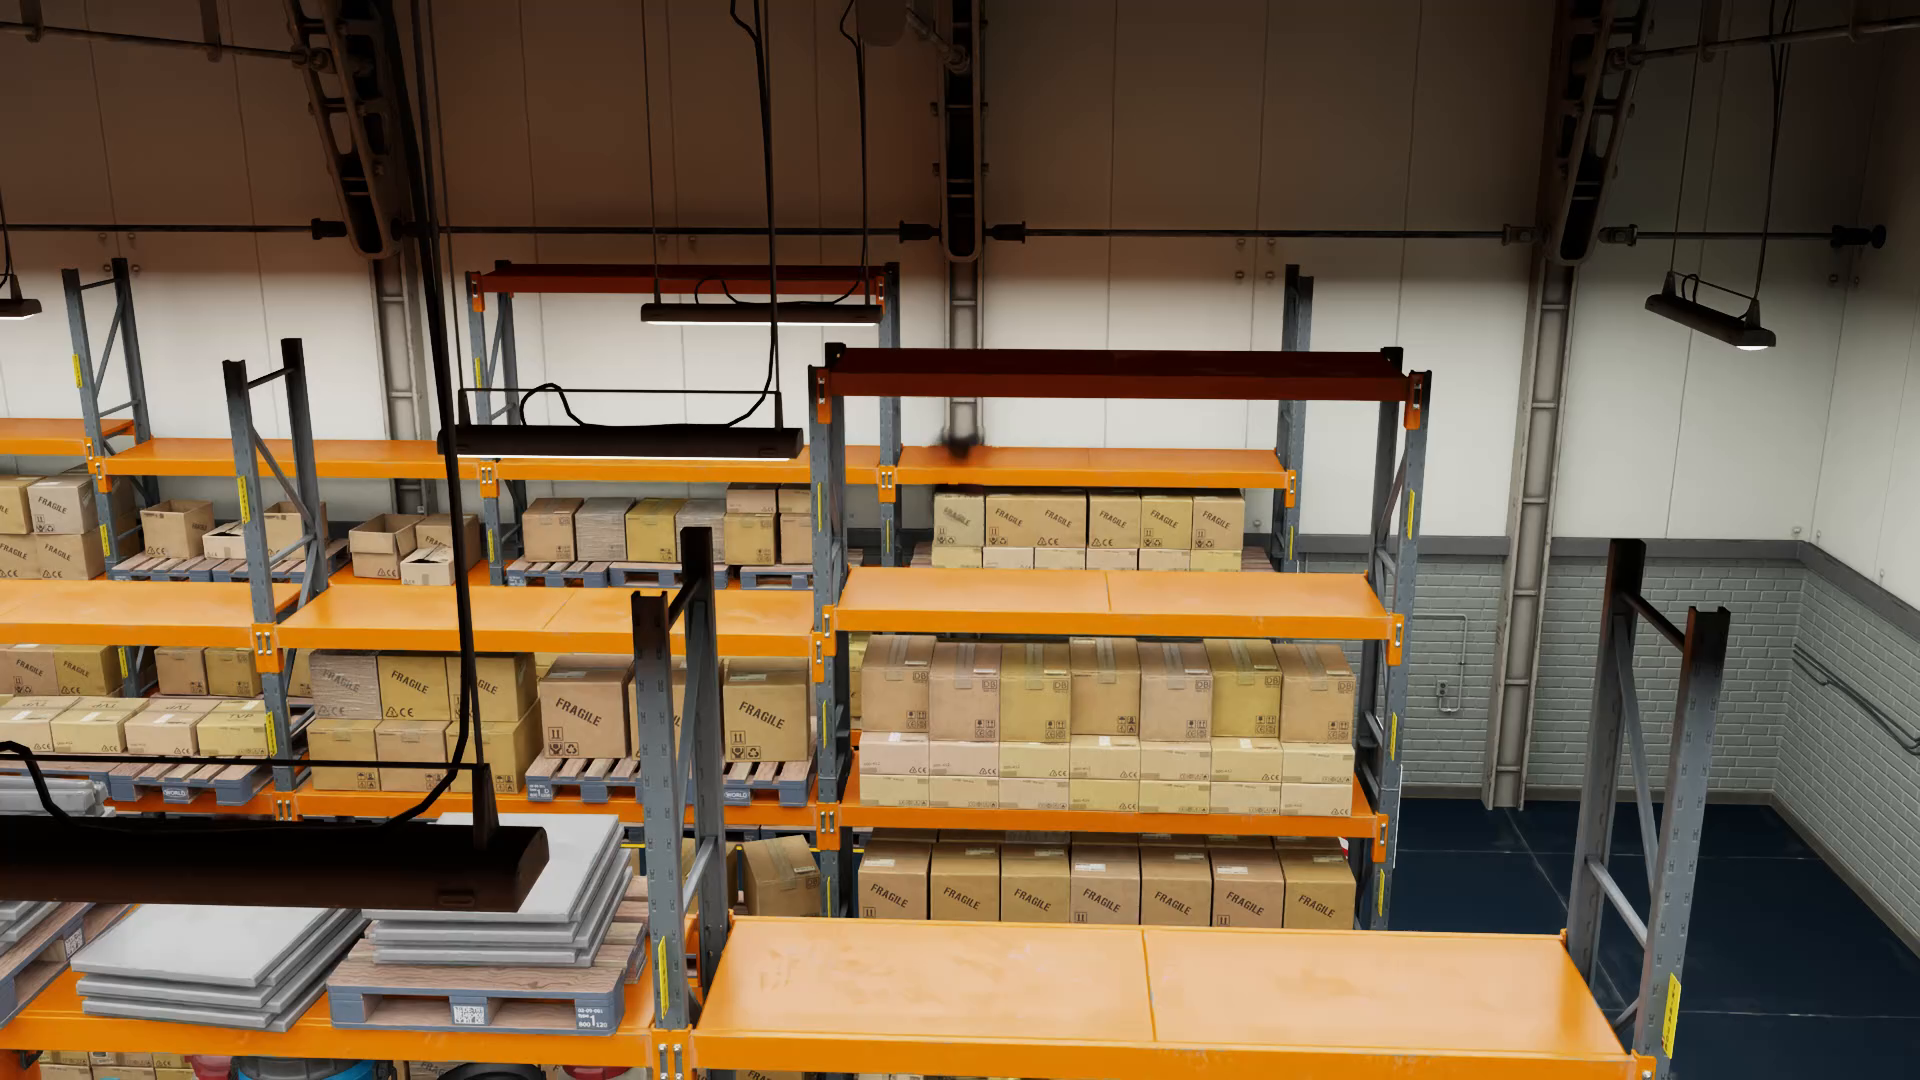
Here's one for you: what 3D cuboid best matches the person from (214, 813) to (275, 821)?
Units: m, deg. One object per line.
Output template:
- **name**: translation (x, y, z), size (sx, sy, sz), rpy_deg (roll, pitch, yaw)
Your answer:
- **person**: translation (-6.579, 2.906, 15.399), size (0.779, 1.761, 0.596), rpy_deg (12, 20, 36)
